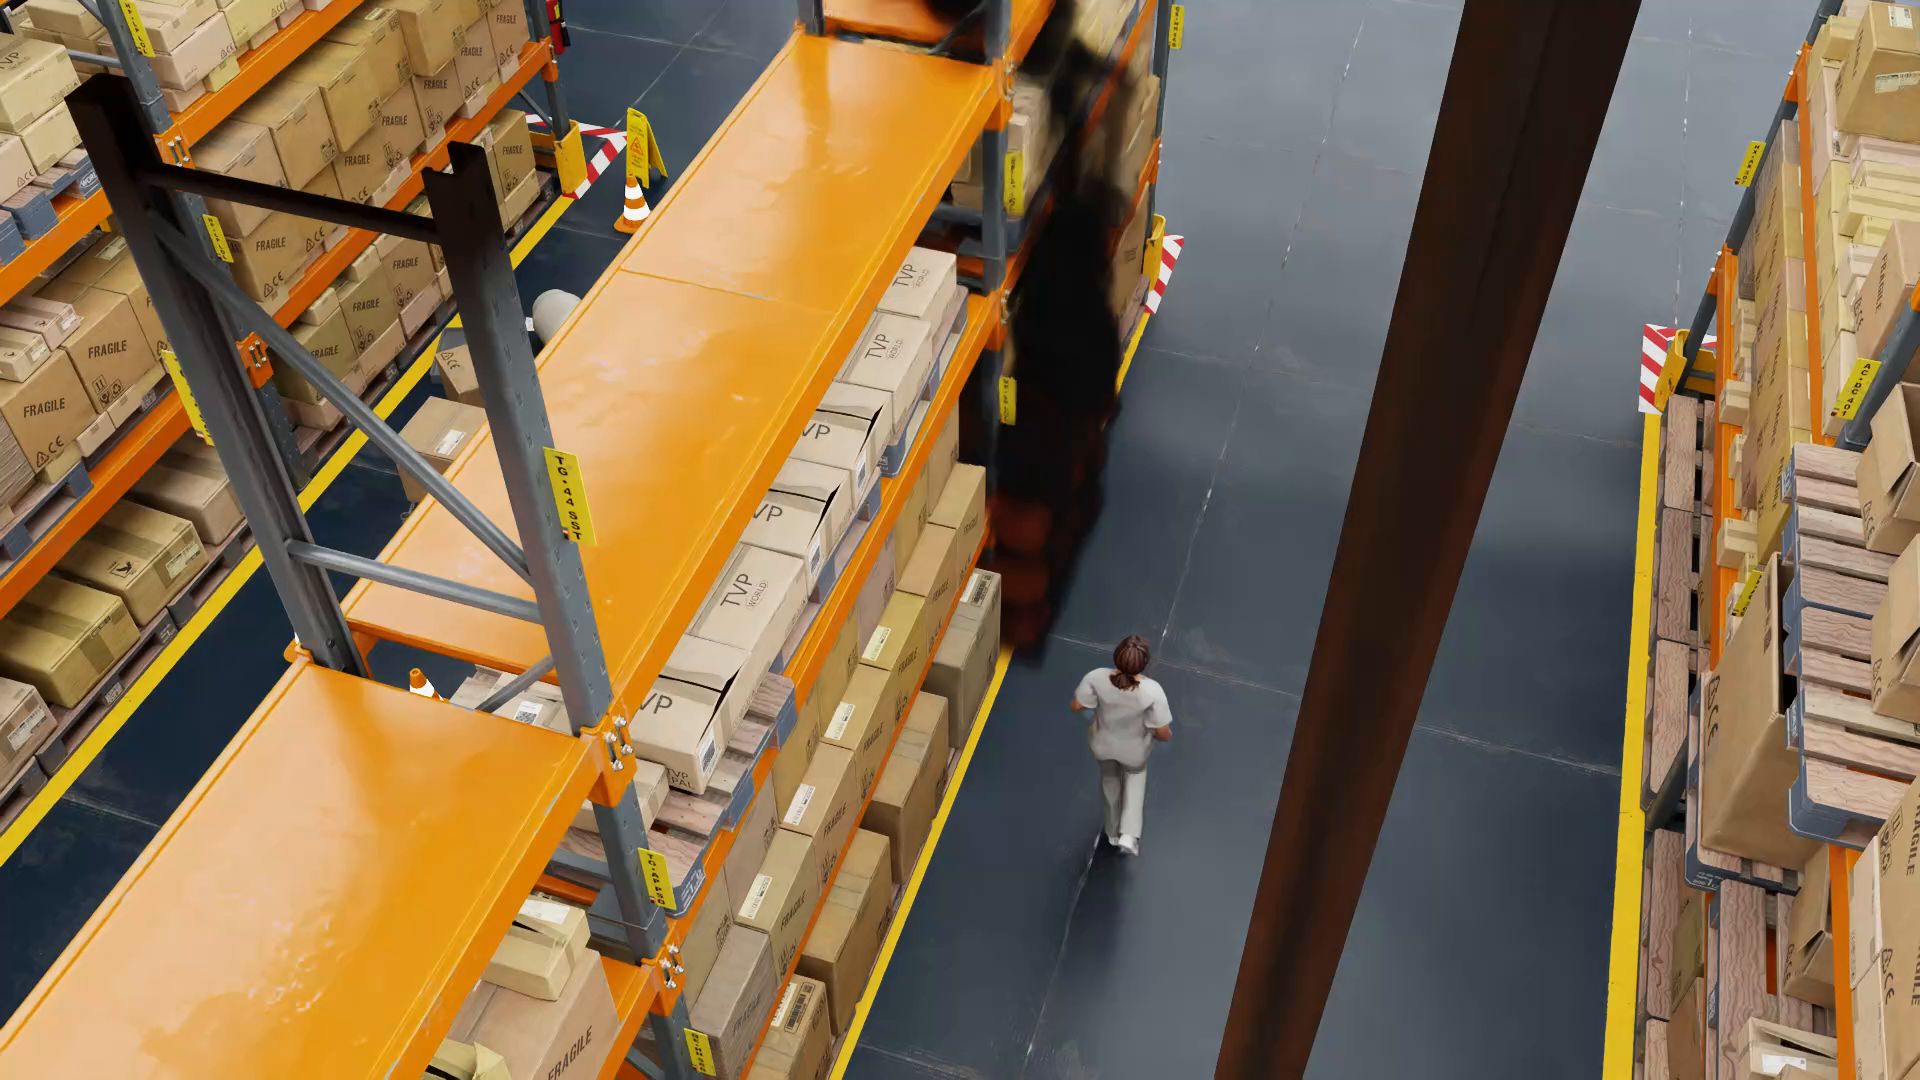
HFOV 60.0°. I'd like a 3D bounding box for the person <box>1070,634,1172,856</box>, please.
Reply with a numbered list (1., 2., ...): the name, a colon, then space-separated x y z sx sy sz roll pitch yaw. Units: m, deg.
1. person: 0.853 1.102 8.930 0.560 1.639 0.595 12 47 11
